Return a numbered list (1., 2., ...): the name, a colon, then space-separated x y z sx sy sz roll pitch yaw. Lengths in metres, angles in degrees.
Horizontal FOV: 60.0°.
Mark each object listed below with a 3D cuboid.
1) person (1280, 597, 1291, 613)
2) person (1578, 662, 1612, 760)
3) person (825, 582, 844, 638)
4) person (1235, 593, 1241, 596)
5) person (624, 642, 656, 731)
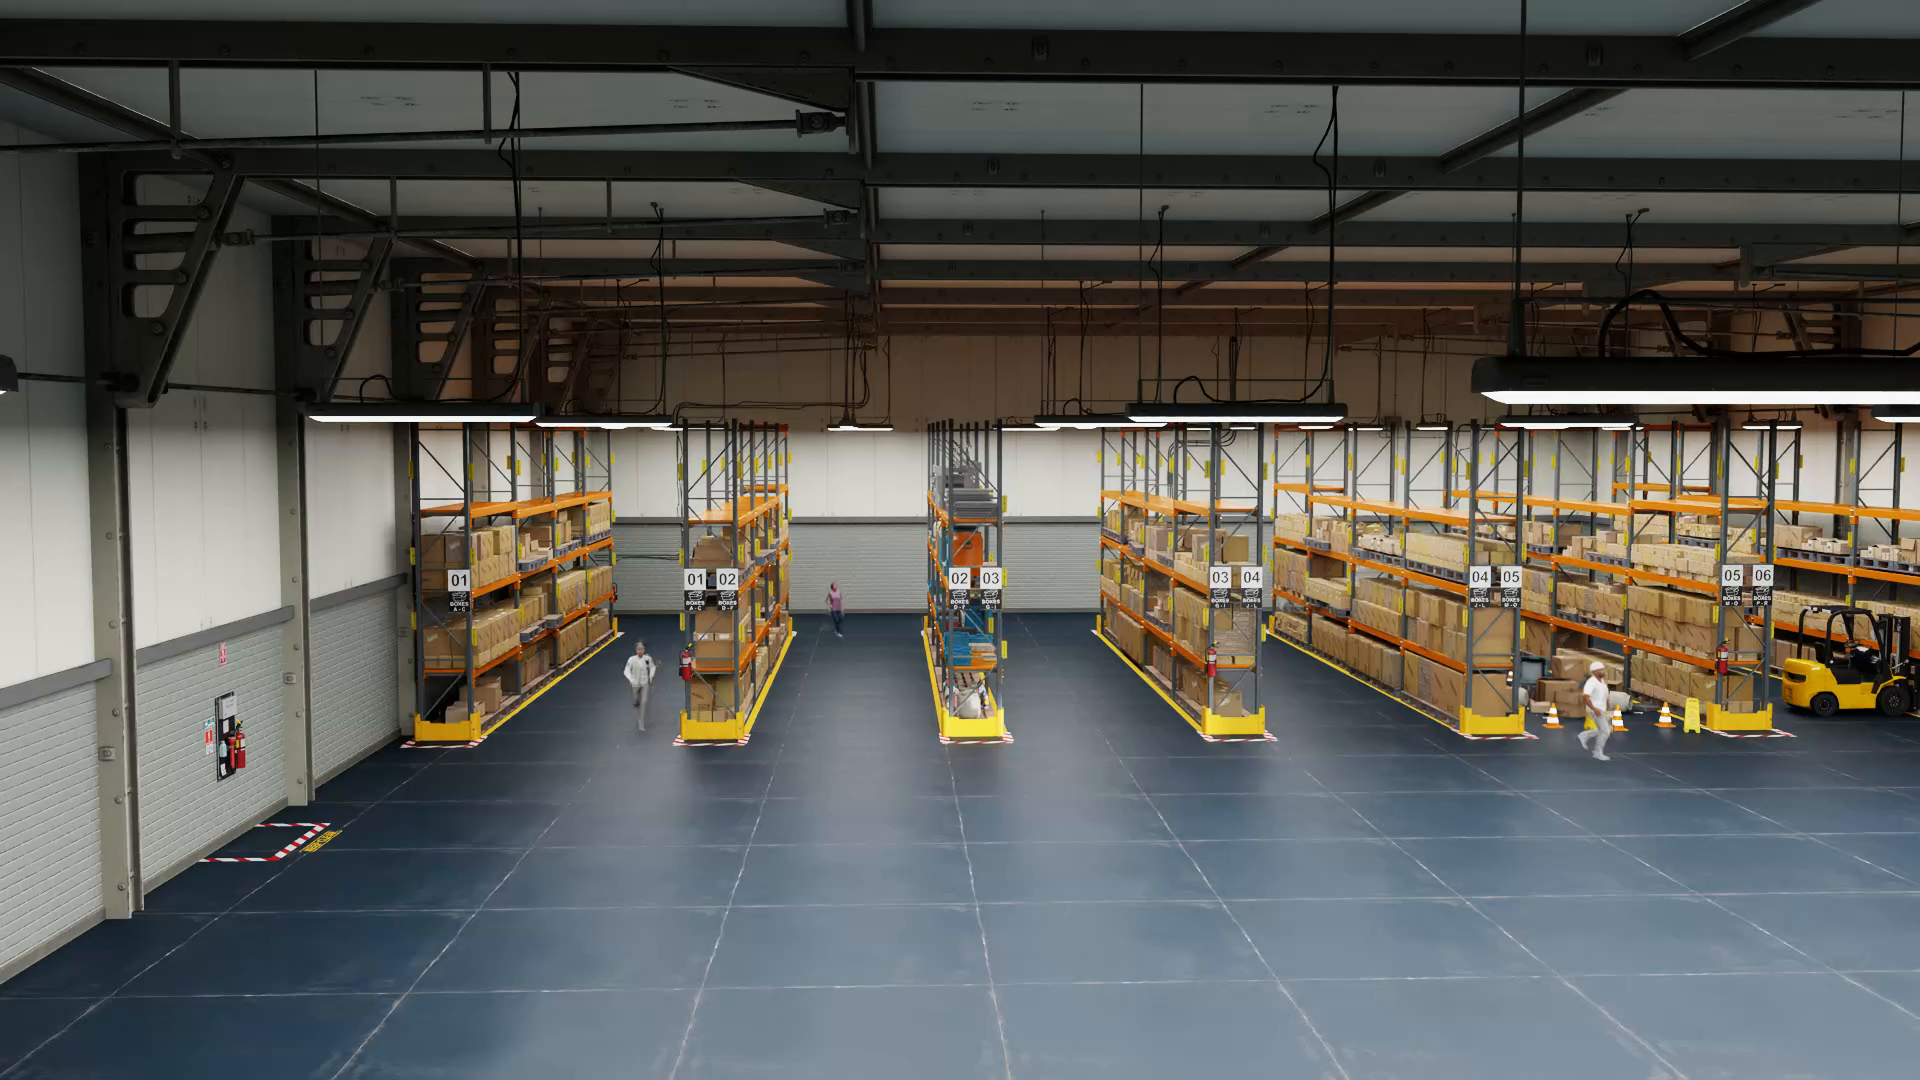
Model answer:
1. person: 9.602 1.700 49.036 0.693 1.826 0.654 -1 4 -19
2. person: 11.175 2.996 29.284 0.586 1.725 0.734 3 5 37
3. person: -3.516 1.965 46.696 0.550 1.562 0.652 -1 4 -21
4. person: 7.782 1.925 45.806 0.742 1.738 0.767 1 4 8
5. person: -6.253 2.828 32.492 0.592 1.694 1.025 0 4 -6
